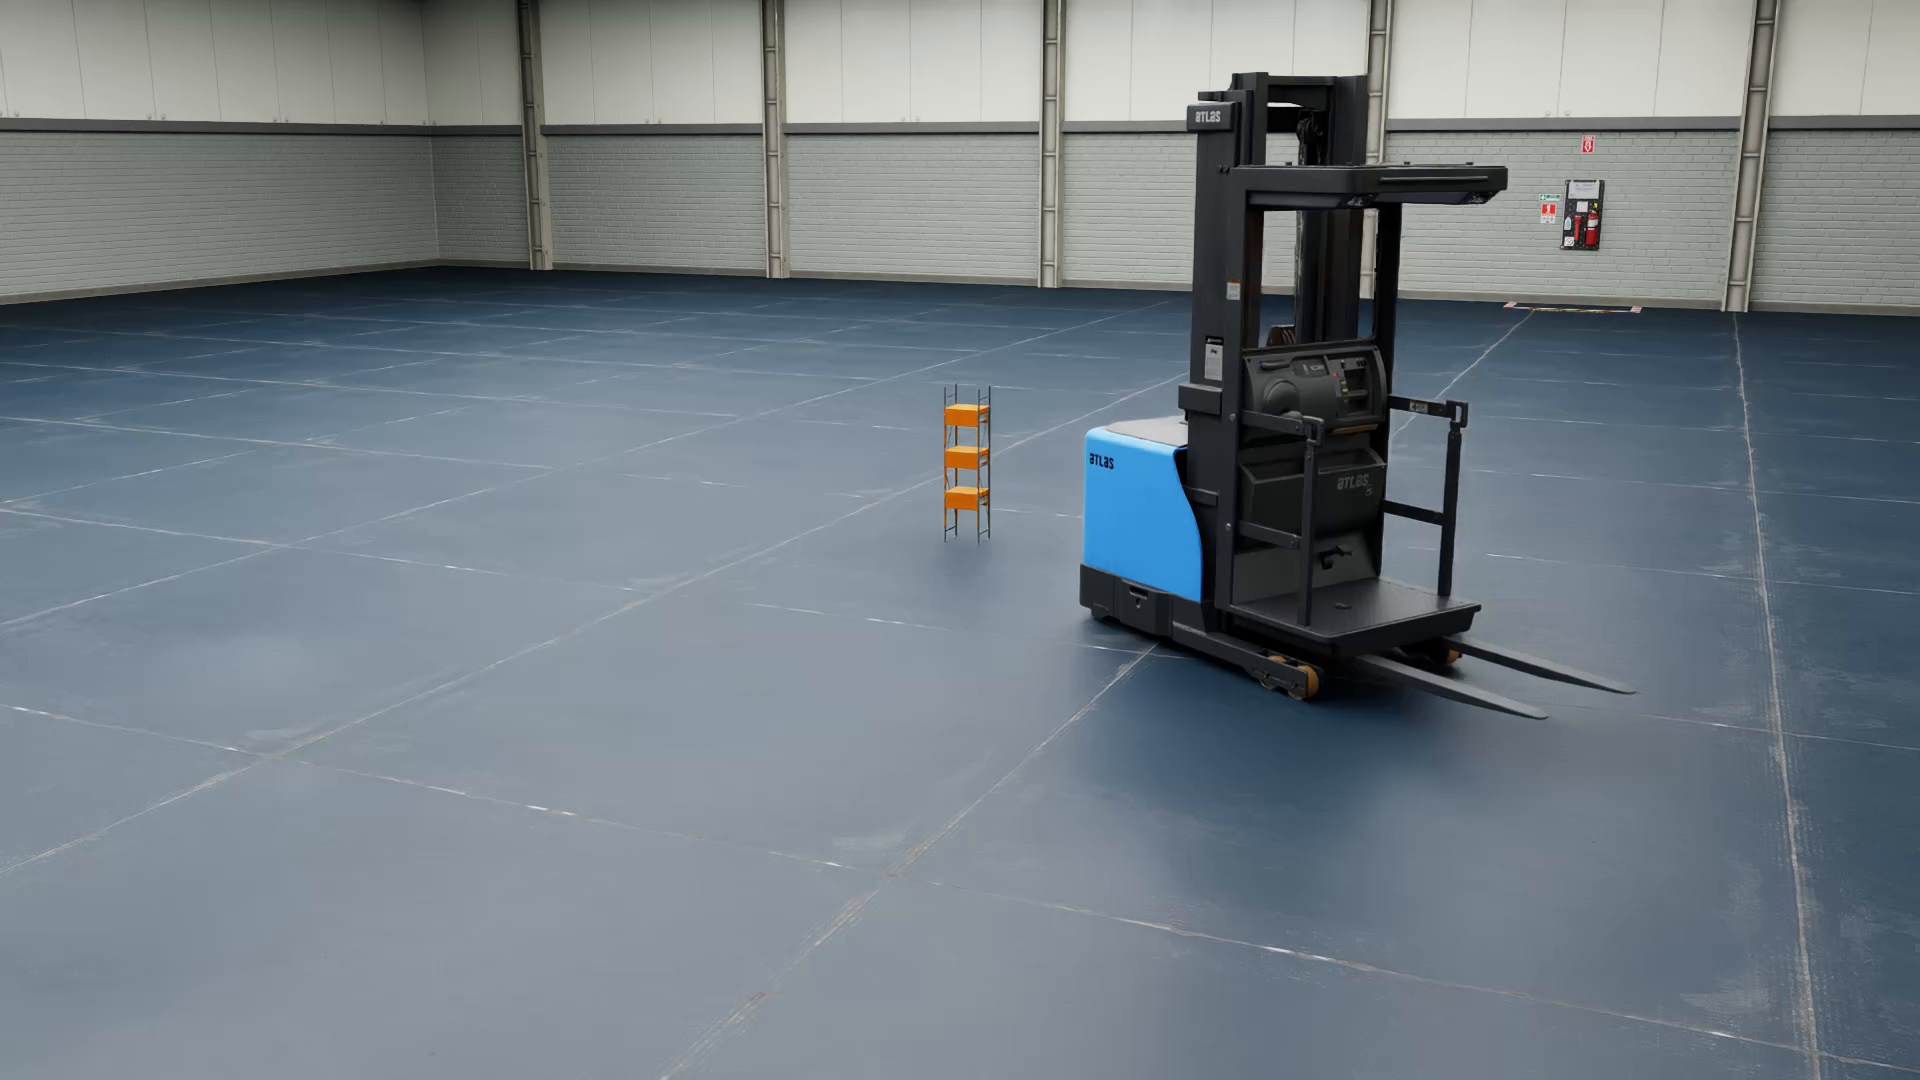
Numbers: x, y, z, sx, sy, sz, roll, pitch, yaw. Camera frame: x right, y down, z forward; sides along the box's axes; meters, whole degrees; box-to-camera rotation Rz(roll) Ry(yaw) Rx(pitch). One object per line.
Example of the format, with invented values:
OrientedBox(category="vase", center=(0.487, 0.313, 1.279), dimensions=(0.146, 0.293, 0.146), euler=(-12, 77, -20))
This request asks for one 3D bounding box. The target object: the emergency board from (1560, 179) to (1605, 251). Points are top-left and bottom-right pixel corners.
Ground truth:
OrientedBox(category="emergency board", center=(10.460, -5.458, 27.949), dimensions=(0.643, 1.169, 0.194), euler=(6, 14, 23))

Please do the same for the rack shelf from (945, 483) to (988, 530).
OrientedBox(category="rack shelf", center=(0.049, -0.225, 11.180), dimensions=(0.240, 0.259, 0.215), euler=(6, 14, 23))

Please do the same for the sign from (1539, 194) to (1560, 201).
OrientedBox(category="sign", center=(9.997, -5.804, 28.184), dimensions=(0.331, 0.109, 0.001), euler=(6, 14, 23))

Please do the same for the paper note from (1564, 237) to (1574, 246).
OrientedBox(category="paper note", center=(10.326, -5.060, 28.181), dimensions=(0.142, 0.148, 0.016), euler=(6, 14, 23))

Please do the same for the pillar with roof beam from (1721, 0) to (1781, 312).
OrientedBox(category="pillar with roof beam", center=(10.960, -7.243, 22.423), dimensions=(0.400, 9.000, 9.100), euler=(6, 14, 23))

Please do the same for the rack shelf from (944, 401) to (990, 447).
OrientedBox(category="rack shelf", center=(0.049, -0.772, 11.051), dimensions=(0.240, 0.259, 0.215), euler=(6, 14, 23))

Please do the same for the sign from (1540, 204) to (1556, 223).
OrientedBox(category="sign", center=(9.996, -5.548, 28.255), dimensions=(0.234, 0.329, 0.001), euler=(6, 14, 23))

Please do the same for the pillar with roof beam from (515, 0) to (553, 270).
OrientedBox(category="pillar with roof beam", center=(-10.983, -9.464, 31.887), dimensions=(0.400, 9.000, 9.100), euler=(6, 14, 23))

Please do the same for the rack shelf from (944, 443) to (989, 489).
OrientedBox(category="rack shelf", center=(0.049, -0.496, 11.116), dimensions=(0.240, 0.259, 0.215), euler=(6, 14, 23))

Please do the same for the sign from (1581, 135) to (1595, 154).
OrientedBox(category="sign", center=(10.493, -6.608, 27.776), dimensions=(0.199, 0.298, 0.001), euler=(6, 14, 23))

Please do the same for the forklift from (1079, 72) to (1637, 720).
OrientedBox(category="forklift", center=(1.907, -0.782, 8.173), dimensions=(1.130, 2.935, 3.031), euler=(-9, 16, -32))

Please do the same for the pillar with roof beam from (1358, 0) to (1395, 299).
OrientedBox(category="pillar with roof beam", center=(5.475, -7.798, 24.789), dimensions=(0.400, 9.000, 9.100), euler=(6, 14, 23))

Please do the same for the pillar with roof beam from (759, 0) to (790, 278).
OrientedBox(category="pillar with roof beam", center=(-5.497, -8.908, 29.521), dimensions=(0.400, 9.000, 9.100), euler=(6, 14, 23))

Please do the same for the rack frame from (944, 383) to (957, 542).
OrientedBox(category="rack frame", center=(-0.063, -0.517, 11.162), dimensions=(0.008, 1.050, 0.200), euler=(6, 14, 23))

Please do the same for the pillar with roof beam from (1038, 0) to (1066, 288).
OrientedBox(category="pillar with roof beam", center=(-0.011, -8.353, 27.155), dimensions=(0.400, 9.000, 9.100), euler=(6, 14, 23))

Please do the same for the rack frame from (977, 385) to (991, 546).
OrientedBox(category="rack frame", center=(0.160, -0.495, 11.066), dimensions=(0.008, 1.050, 0.200), euler=(6, 14, 23))

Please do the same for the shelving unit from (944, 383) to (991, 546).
OrientedBox(category="shelving unit", center=(0.049, -0.506, 11.114), dimensions=(0.252, 1.050, 0.215), euler=(6, 14, 23))
